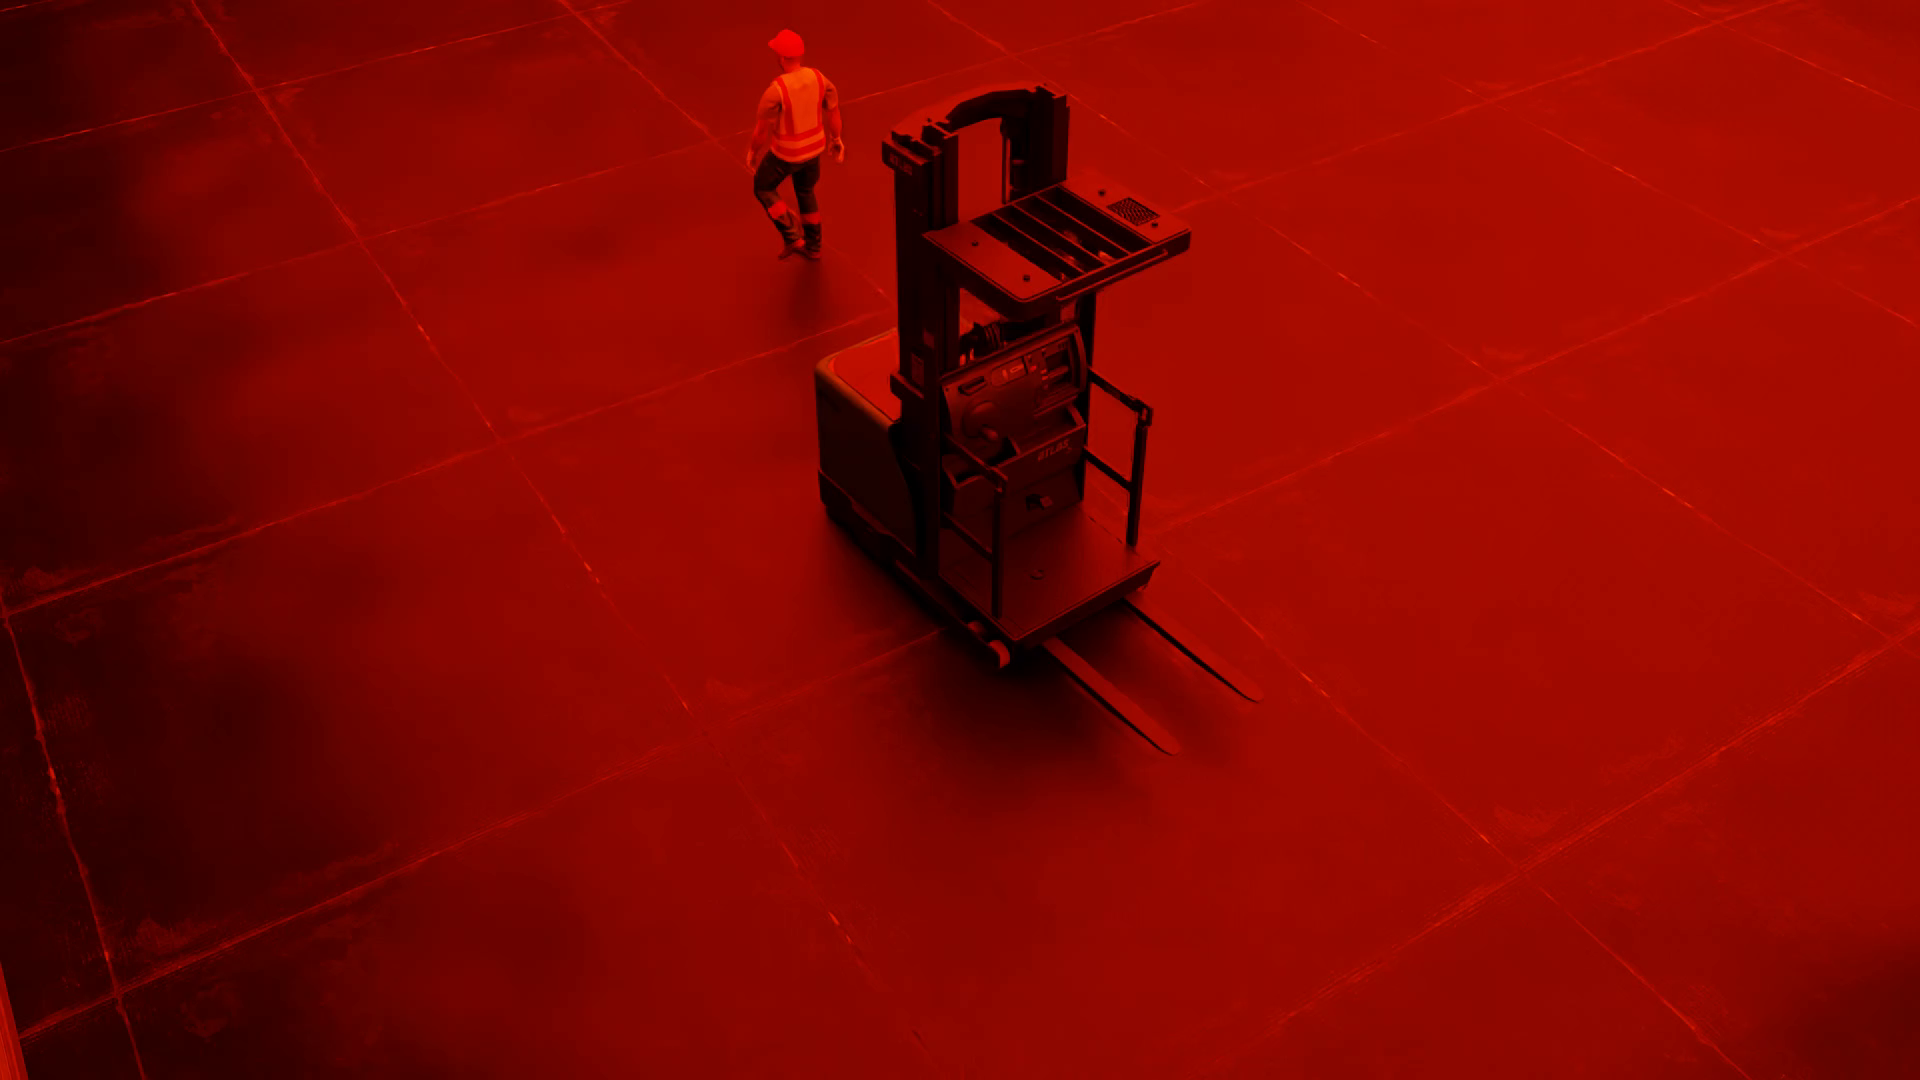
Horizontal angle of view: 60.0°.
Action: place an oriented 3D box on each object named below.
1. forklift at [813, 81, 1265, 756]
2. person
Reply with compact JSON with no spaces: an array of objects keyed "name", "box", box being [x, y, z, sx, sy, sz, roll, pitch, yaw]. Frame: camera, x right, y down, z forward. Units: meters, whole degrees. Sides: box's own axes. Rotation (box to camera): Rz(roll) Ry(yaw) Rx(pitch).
[{"name":"forklift","box":[0.428,-0.755,8.735,1.130,2.935,3.031,-27,48,-27]},{"name":"person","box":[-1.216,-2.828,11.993,0.719,1.767,0.468,-29,49,-29]}]
